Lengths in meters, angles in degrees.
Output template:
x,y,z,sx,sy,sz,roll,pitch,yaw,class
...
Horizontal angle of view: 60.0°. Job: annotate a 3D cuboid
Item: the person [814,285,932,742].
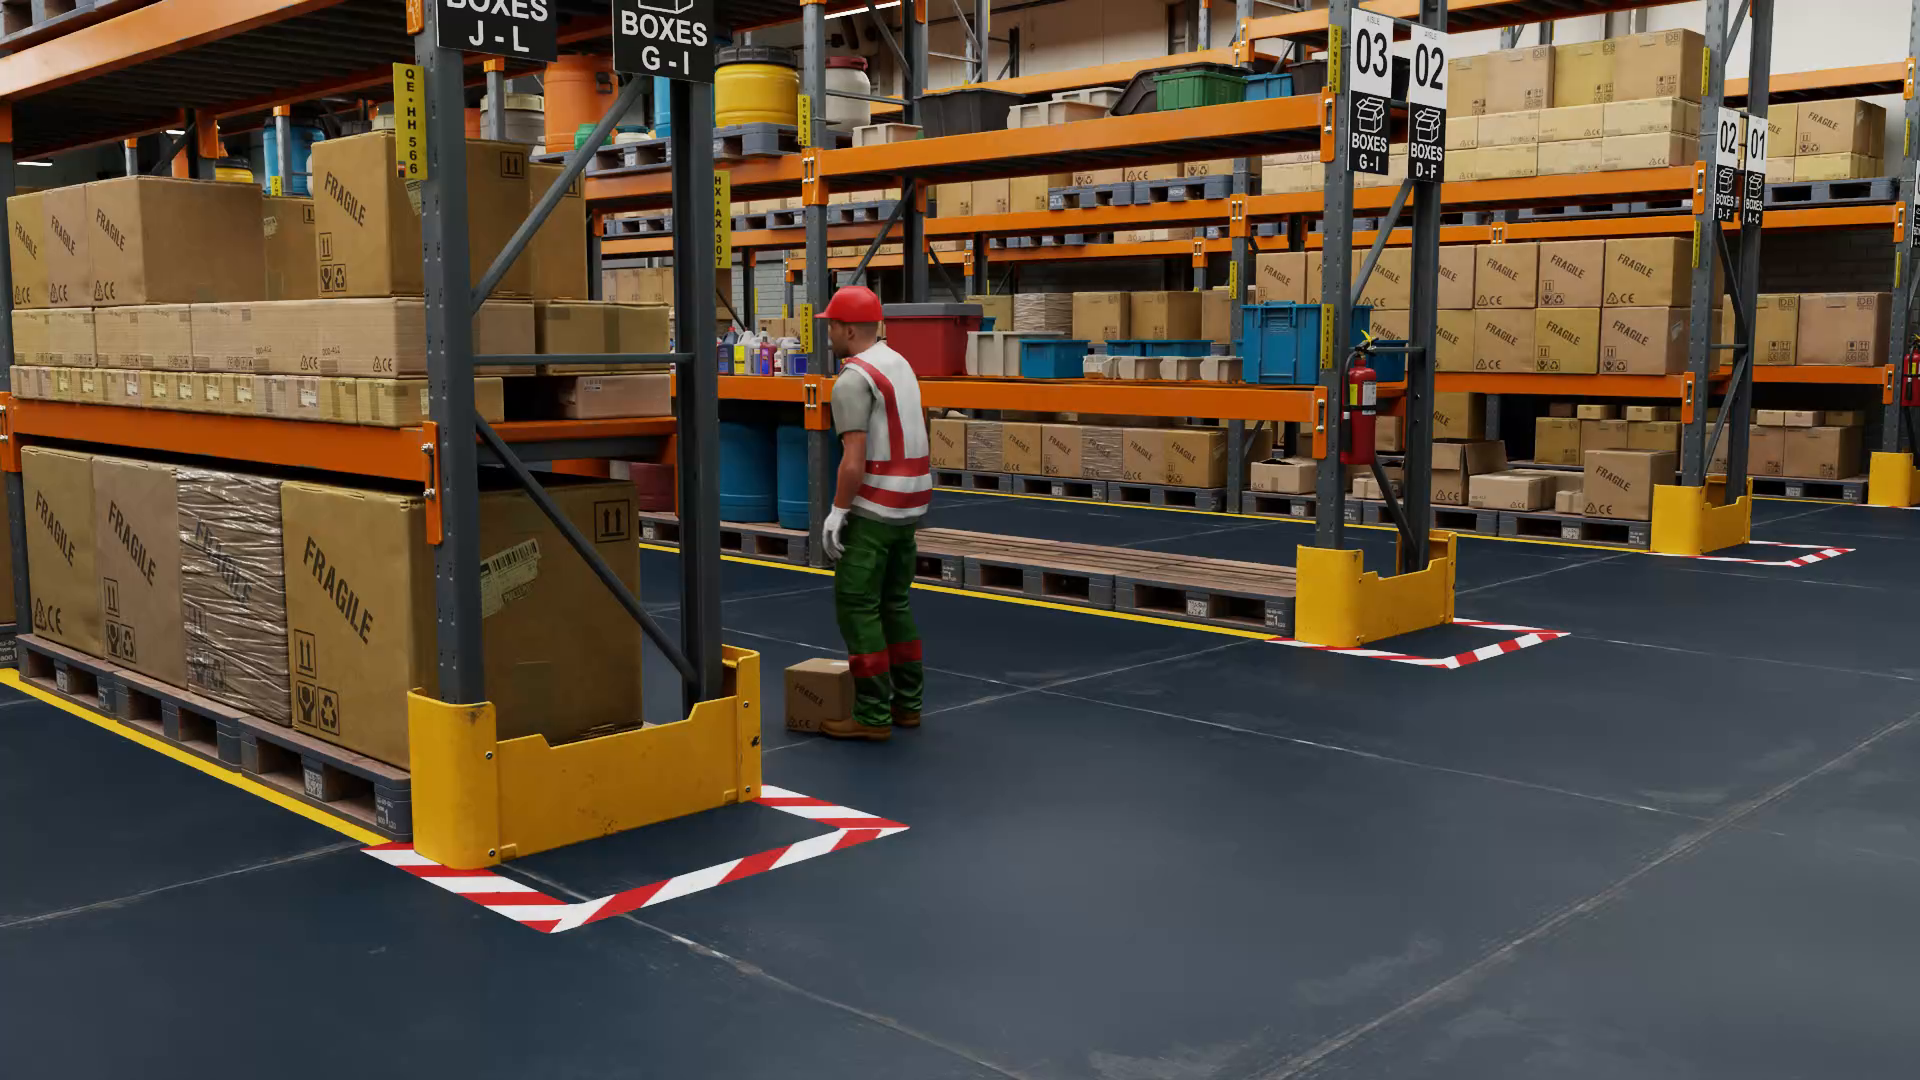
x,y,z,sx,sy,sz,roll,pitch,yaw,class
-0.350,-0.109,6.579,0.447,1.780,0.615,3,8,25,person
